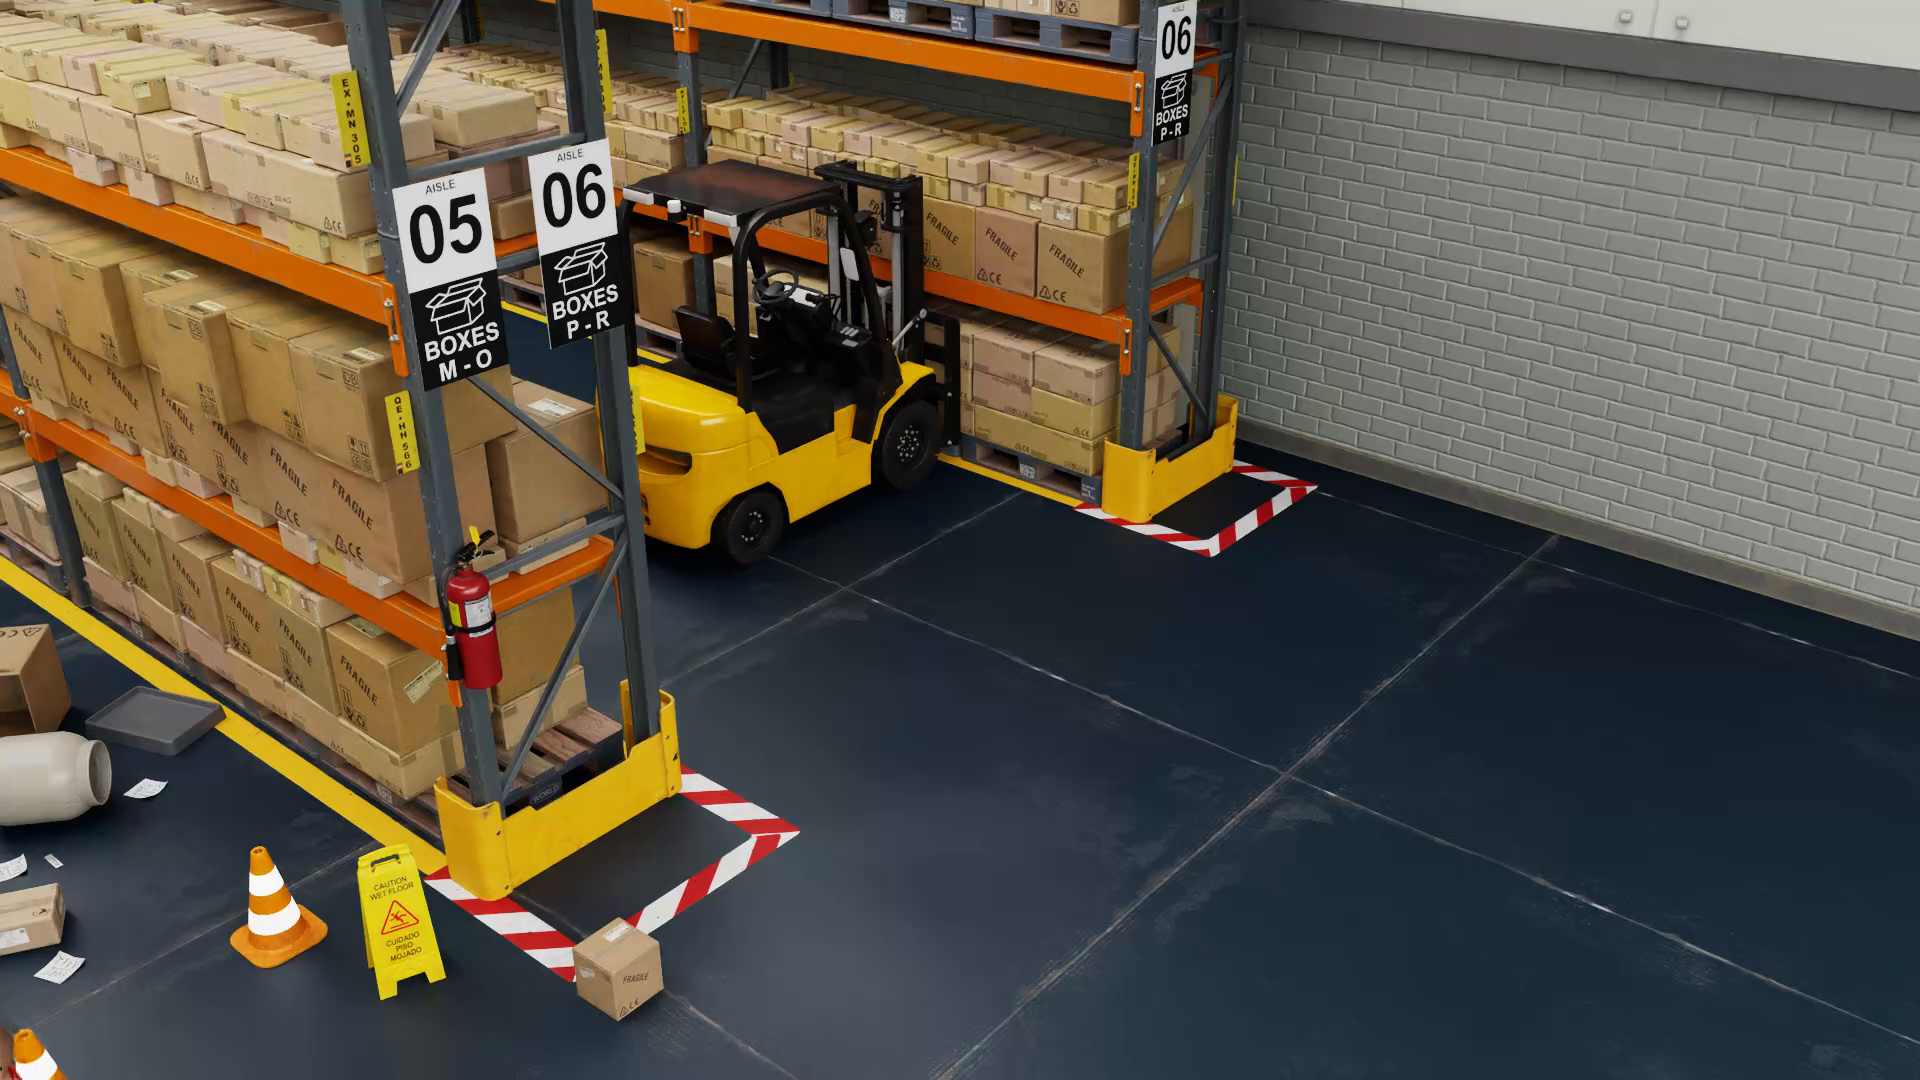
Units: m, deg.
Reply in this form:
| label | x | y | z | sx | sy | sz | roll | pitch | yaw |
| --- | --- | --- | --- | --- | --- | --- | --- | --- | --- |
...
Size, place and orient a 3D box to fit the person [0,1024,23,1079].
| label | x | y | z | sx | sy | sz | roll | pitch | yaw |
| --- | --- | --- | --- | --- | --- | --- | --- | --- | --- |
| person | -2.613 | 2.075 | 4.629 | 0.530 | 1.792 | 0.475 | 20 | 33 | 33 |
